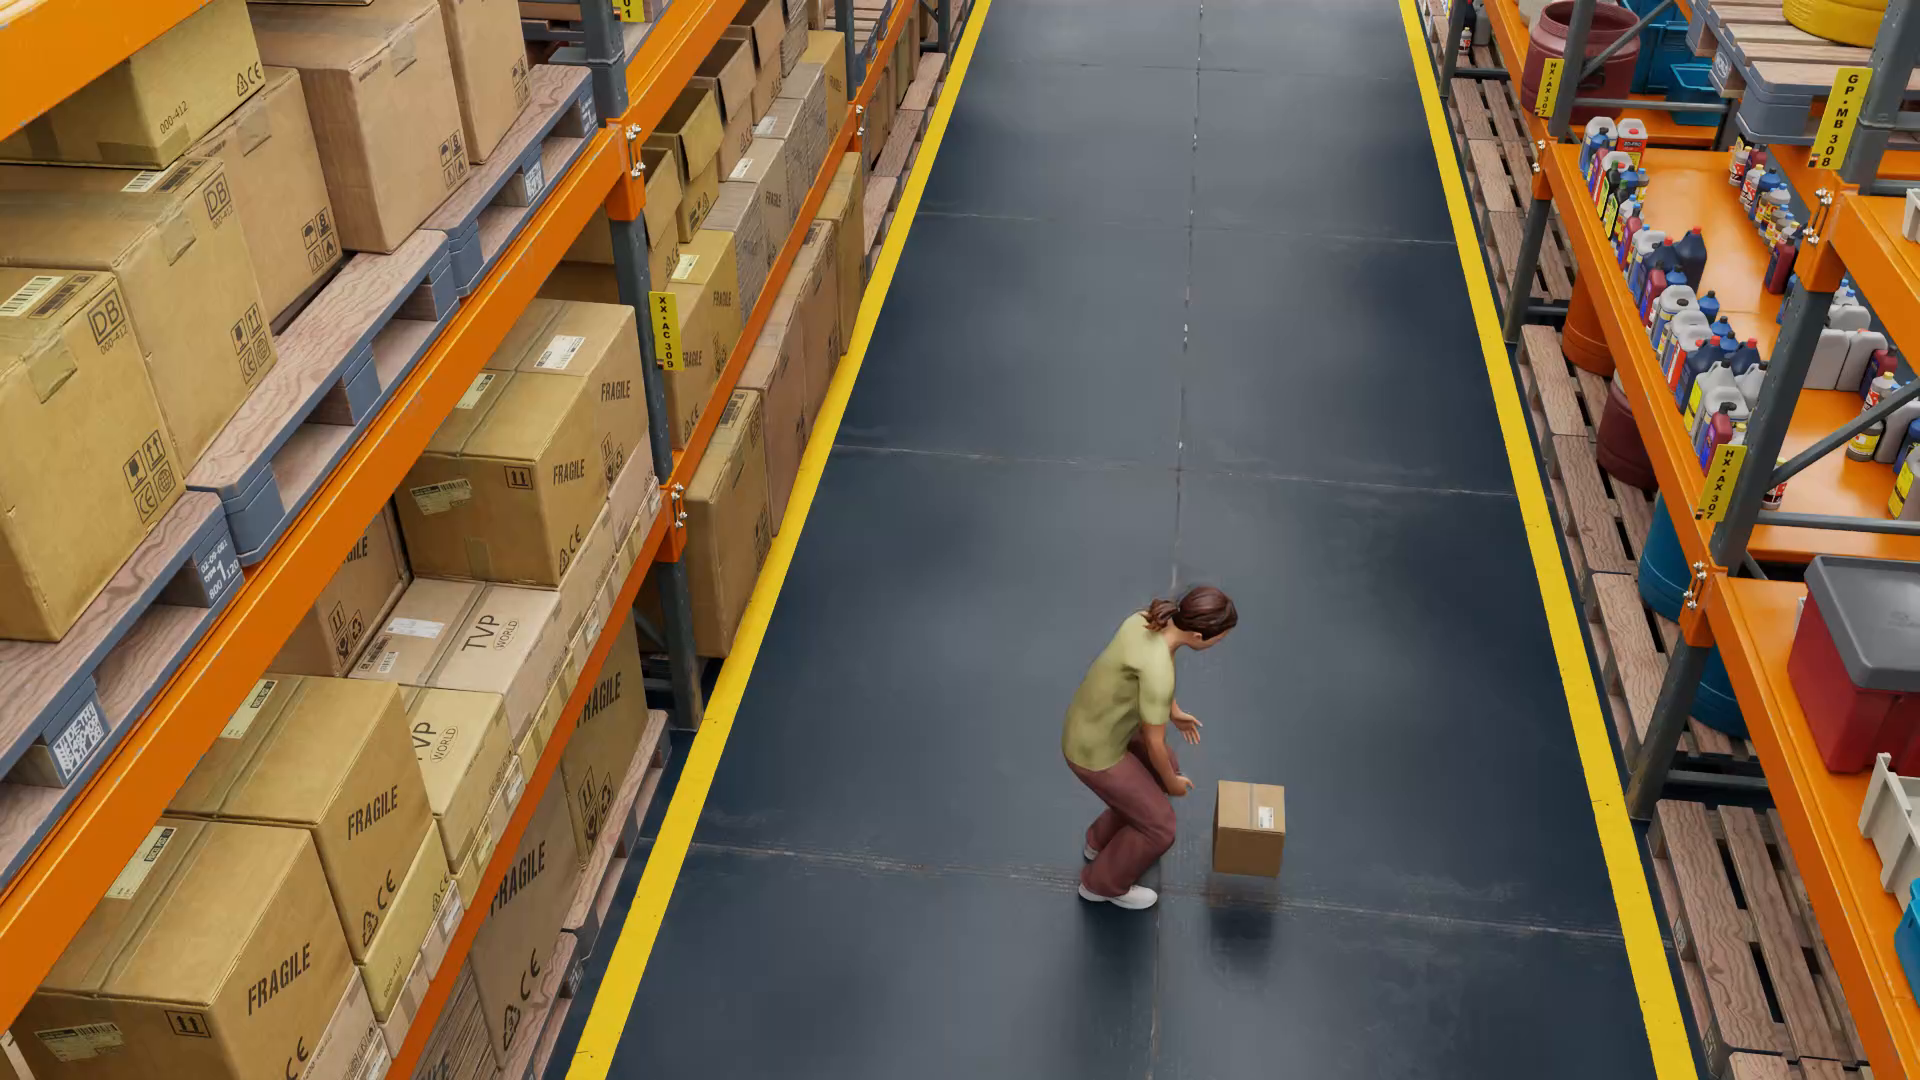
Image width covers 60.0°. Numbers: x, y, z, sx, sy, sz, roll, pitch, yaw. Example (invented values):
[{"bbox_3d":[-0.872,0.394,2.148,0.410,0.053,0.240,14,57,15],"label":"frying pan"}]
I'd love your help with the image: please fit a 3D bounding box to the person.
[{"bbox_3d":[0.680,0.745,6.226,0.595,1.444,0.507,5,37,6],"label":"person"}]
